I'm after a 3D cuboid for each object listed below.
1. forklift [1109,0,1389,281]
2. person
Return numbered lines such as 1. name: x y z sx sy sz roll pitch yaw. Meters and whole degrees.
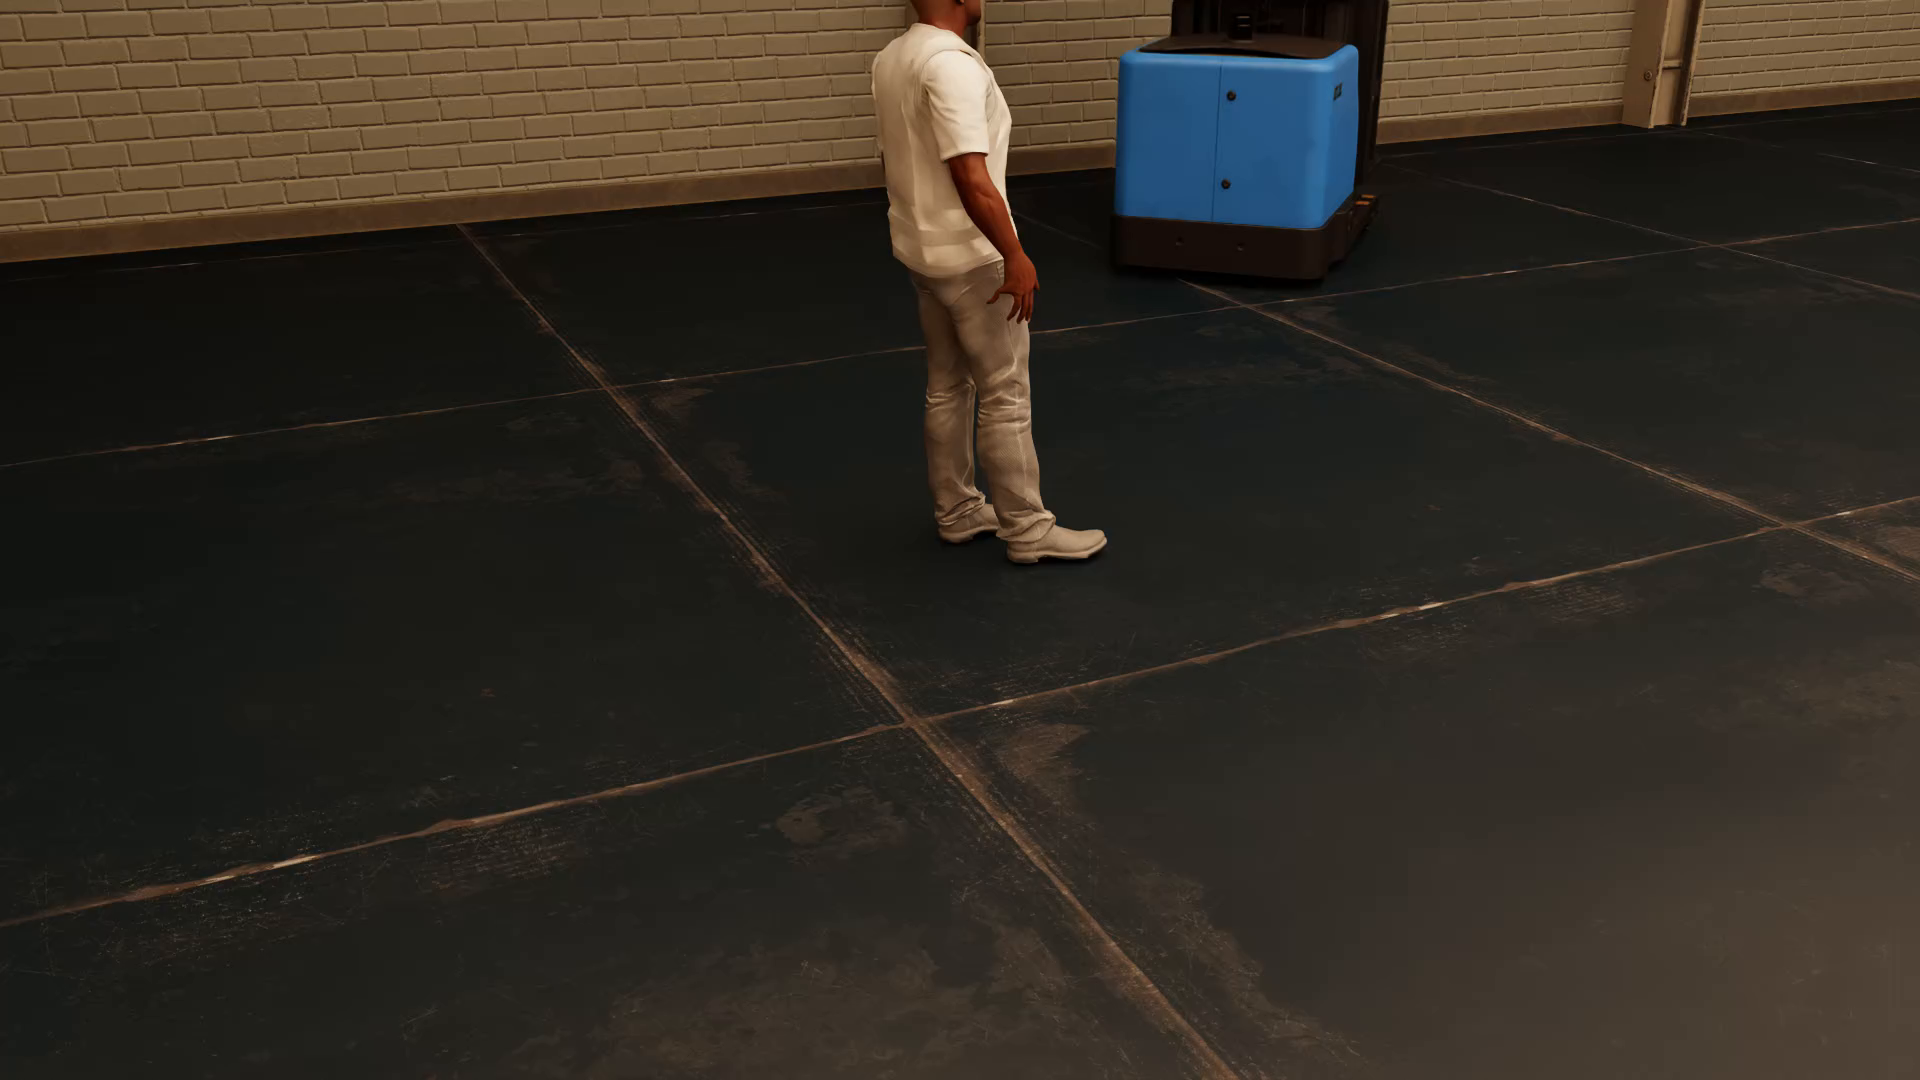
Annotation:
1. forklift: 1.739 -3.123 8.804 1.130 2.935 3.031 8 24 19
2. person: 0.065 -0.831 4.787 0.577 1.765 0.666 -10 25 -23
